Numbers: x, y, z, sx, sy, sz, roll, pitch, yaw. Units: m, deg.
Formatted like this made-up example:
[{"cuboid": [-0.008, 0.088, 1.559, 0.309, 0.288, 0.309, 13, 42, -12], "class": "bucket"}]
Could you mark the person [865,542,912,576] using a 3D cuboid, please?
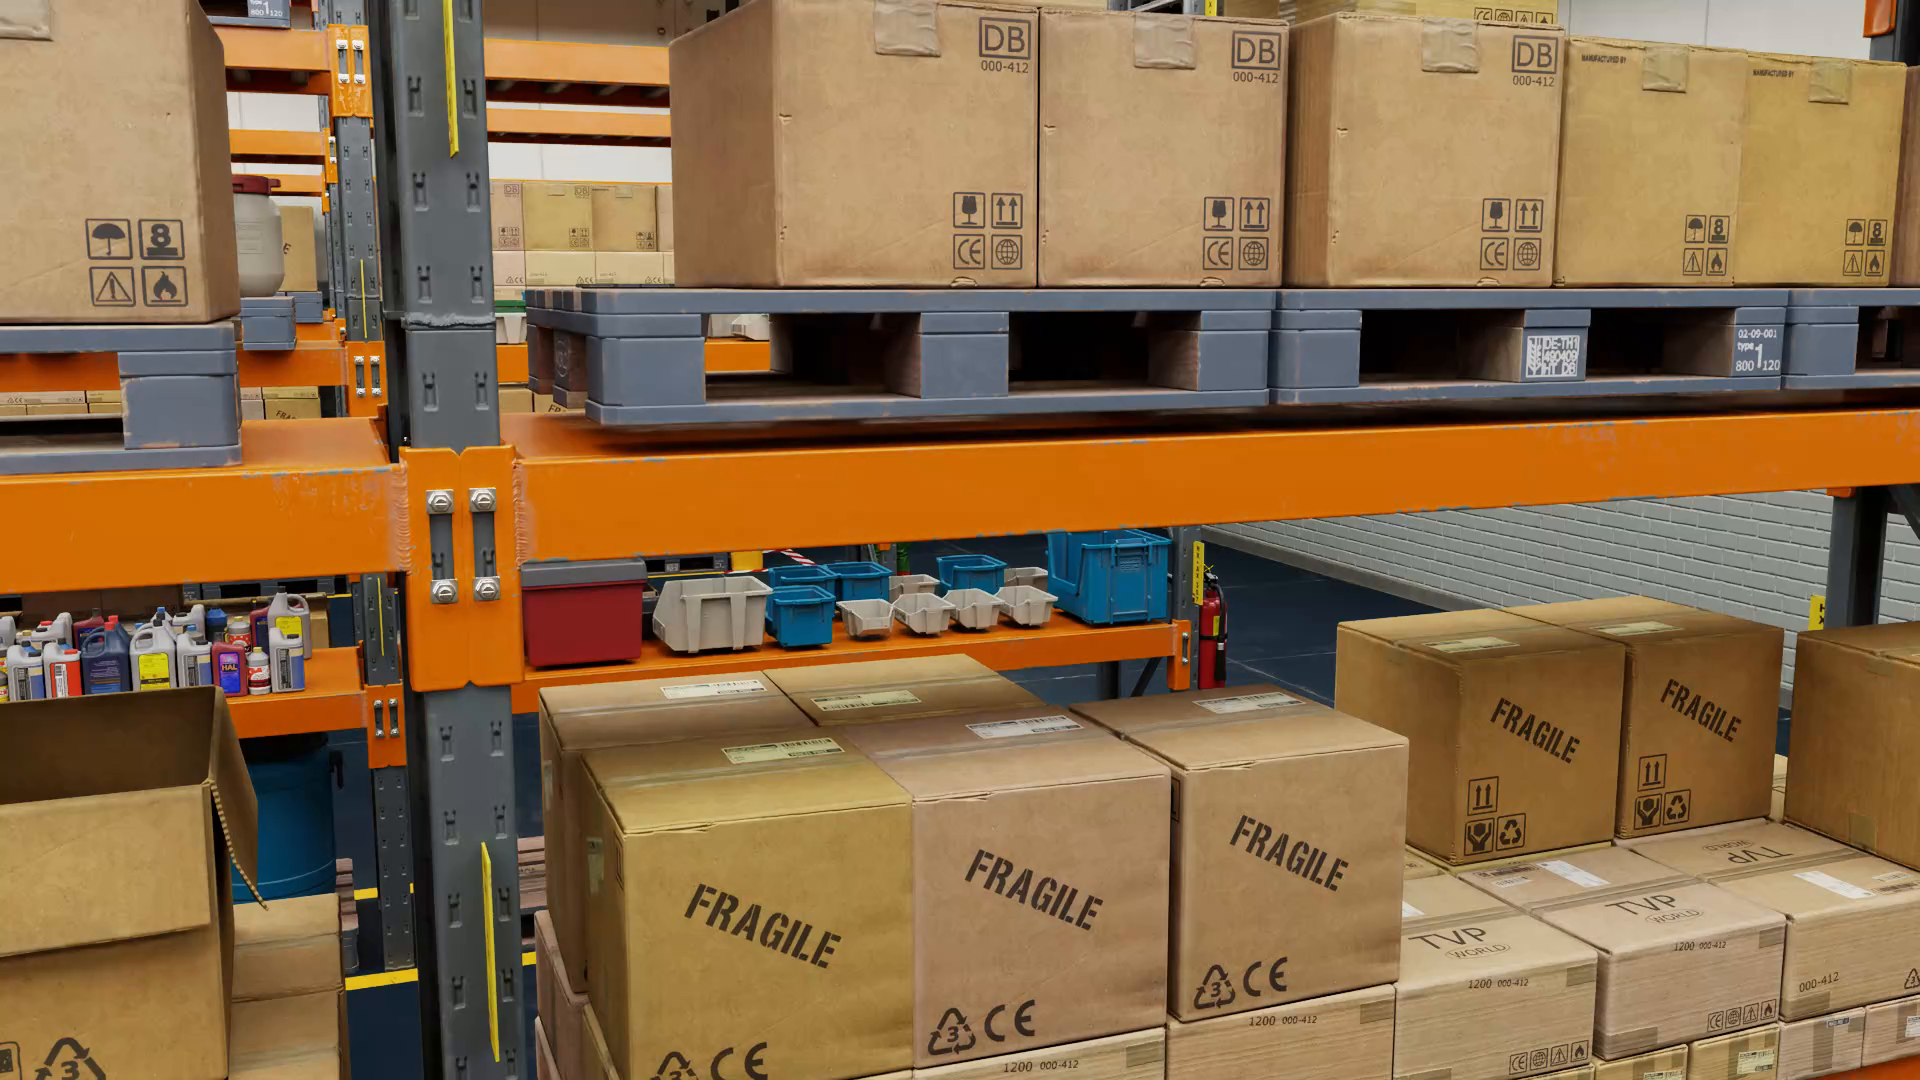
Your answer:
[{"cuboid": [-0.695, -0.228, 15.779, 0.607, 1.780, 0.449, -3, 9, -21], "class": "person"}]
